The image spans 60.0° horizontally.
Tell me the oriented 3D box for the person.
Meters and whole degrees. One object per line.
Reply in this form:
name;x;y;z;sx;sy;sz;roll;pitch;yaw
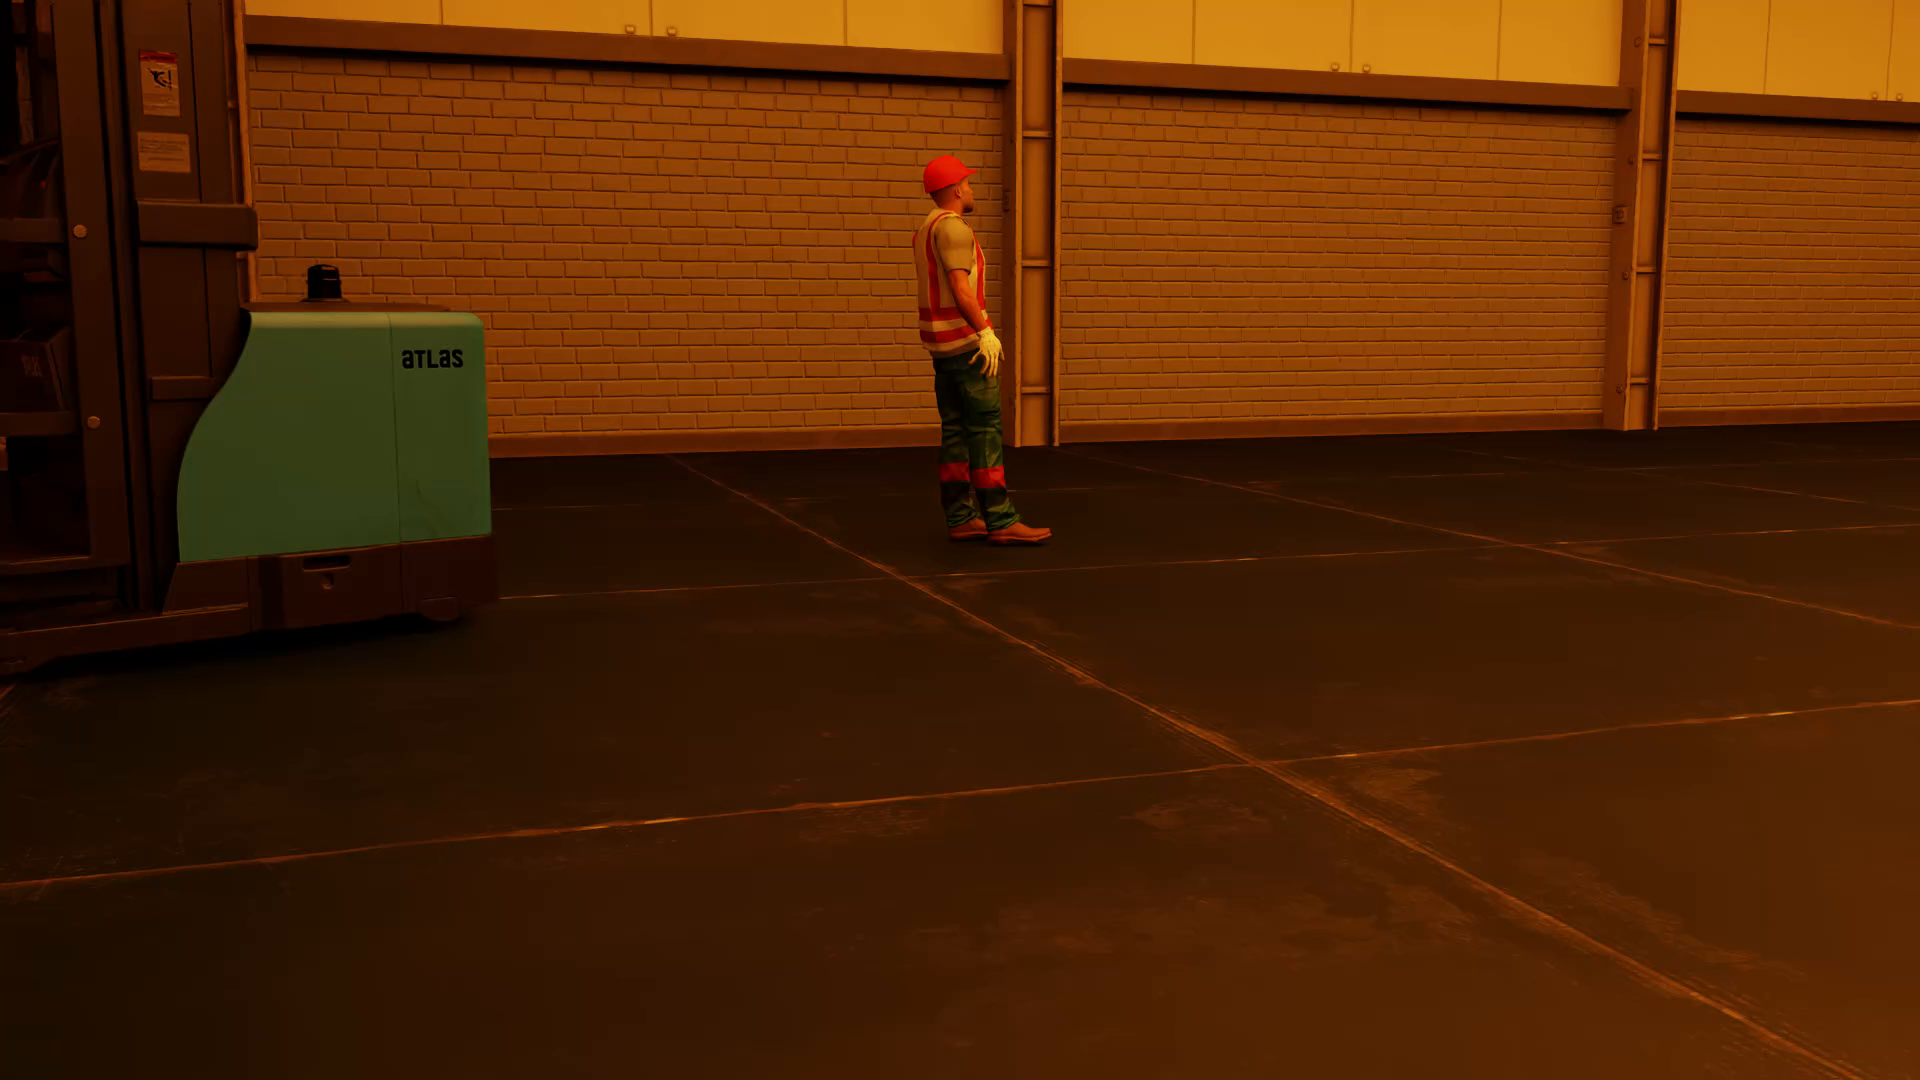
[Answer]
person;0.081;-0.896;7.816;0.562;1.790;0.637;-3;8;-18

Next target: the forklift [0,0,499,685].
forklift;-3.067;-1.087;5.038;3.031;2.935;1.130;-6;10;-40
